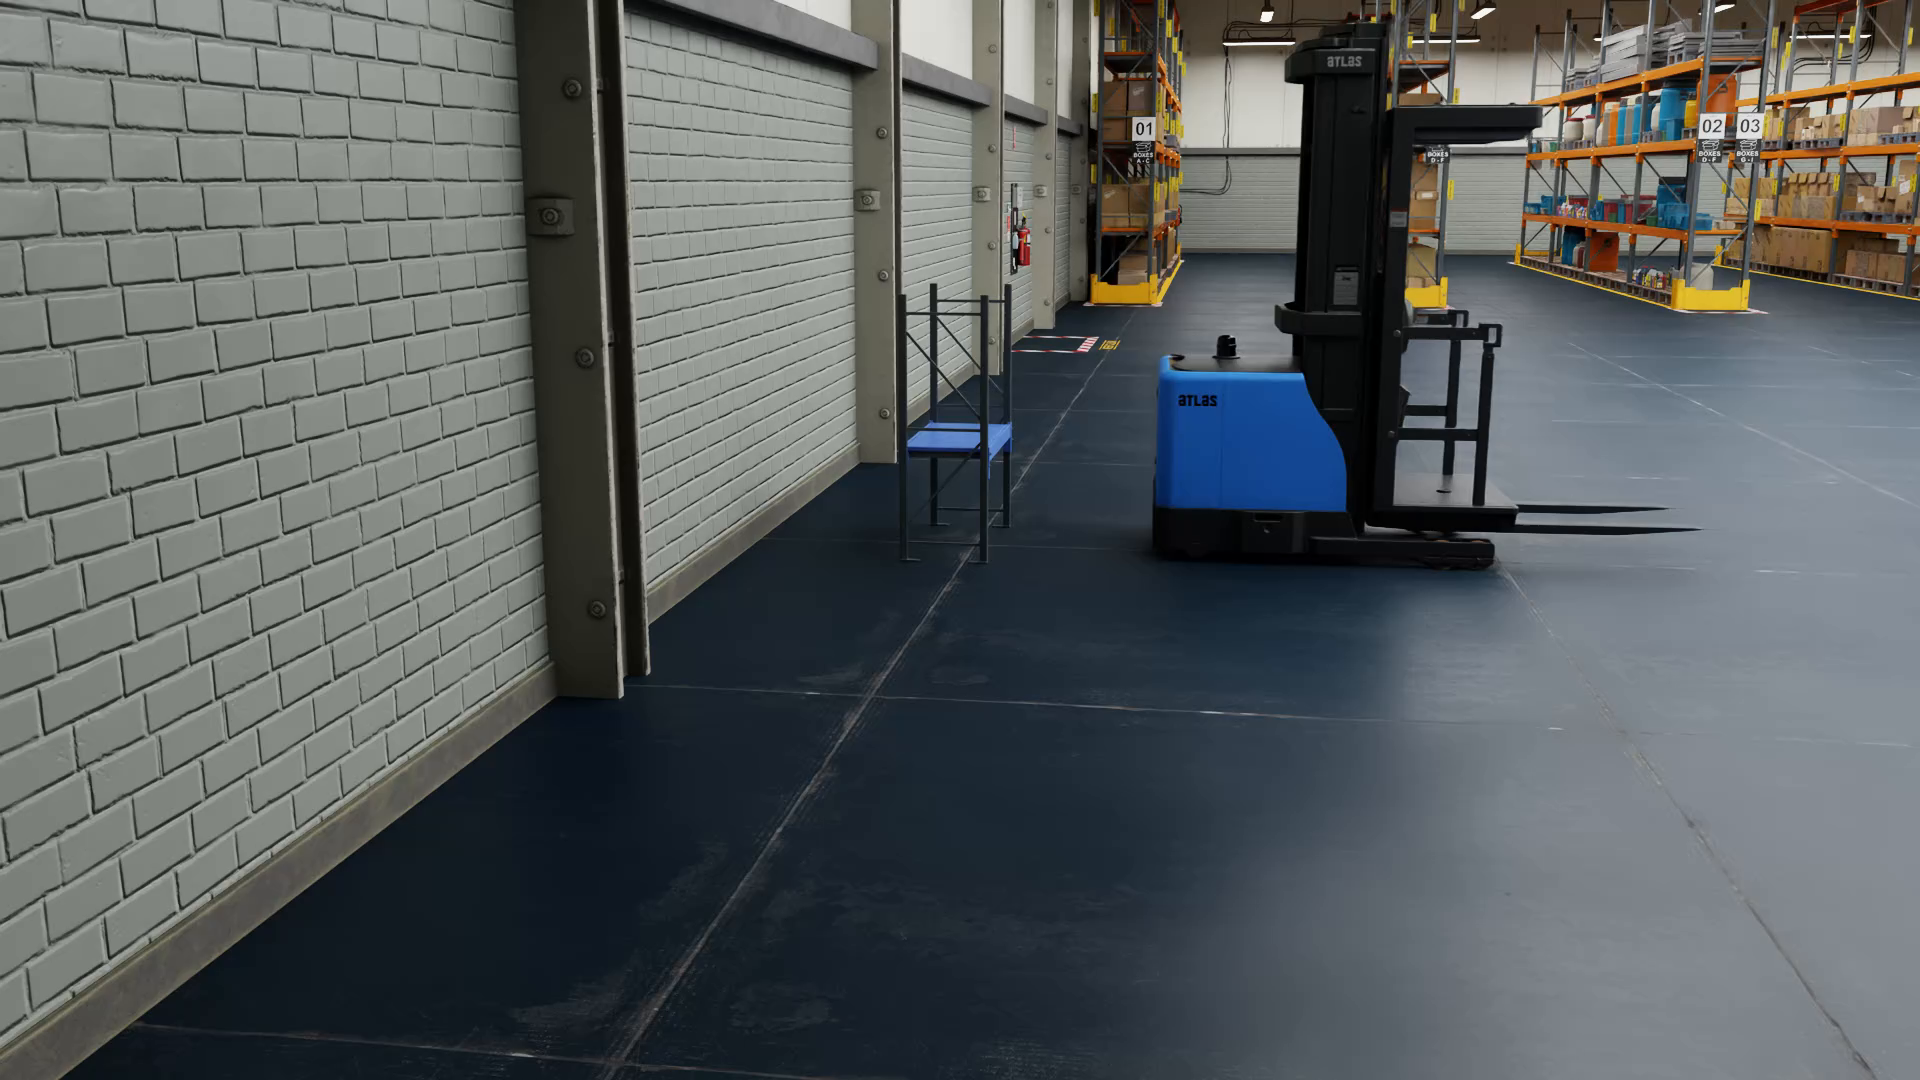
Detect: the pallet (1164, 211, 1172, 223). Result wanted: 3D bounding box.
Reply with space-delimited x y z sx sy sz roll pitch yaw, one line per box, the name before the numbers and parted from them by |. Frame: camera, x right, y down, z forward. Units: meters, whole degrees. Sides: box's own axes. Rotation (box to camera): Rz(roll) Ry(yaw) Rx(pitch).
pallet | 3.774 -6.567 33.799 1.003 0.211 1.213 2 12 9

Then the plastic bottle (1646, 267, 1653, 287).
plastic bottle | 12.673 -4.823 30.496 0.144 0.351 0.185 2 12 8

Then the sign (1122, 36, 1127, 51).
sign | 3.579 -10.823 36.259 0.100 0.325 0.005 2 12 9

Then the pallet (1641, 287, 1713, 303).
pallet | 12.972 -4.429 30.043 1.003 0.211 1.213 2 12 9

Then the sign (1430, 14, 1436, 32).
sign | 8.952 -9.790 31.467 0.100 0.325 0.005 2 12 9

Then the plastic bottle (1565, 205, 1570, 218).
plastic bottle | 13.942 -7.513 38.030 0.152 0.276 0.135 2 12 9

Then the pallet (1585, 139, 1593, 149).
pallet | 14.131 -8.548 35.865 1.003 0.211 1.213 2 12 9

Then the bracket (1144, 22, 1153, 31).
bracket | 5.206 -14.189 45.926 0.235 0.232 0.430 2 12 9

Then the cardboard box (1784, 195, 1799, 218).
cardboard box | 19.032 -7.546 37.653 0.500 0.500 0.500 2 12 9

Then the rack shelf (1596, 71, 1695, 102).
rack shelf | 13.609 -8.987 32.991 1.077 0.370 4.000 2 12 9

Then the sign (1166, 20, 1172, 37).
sign | 4.046 -9.913 32.225 0.100 0.325 0.005 2 12 9

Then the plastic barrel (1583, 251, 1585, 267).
plastic barrel | 13.974 -6.230 36.689 0.421 0.512 0.421 0 12 0

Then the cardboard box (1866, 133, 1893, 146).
cardboard box | 18.338 -7.947 32.983 0.500 0.250 0.500 2 12 10

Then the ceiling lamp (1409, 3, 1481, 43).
ceiling lamp | 13.138 -15.107 44.879 2.000 3.185 0.800 2 12 9

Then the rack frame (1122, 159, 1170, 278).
rack frame | 4.128 -7.339 36.926 1.000 3.000 0.127 2 12 9

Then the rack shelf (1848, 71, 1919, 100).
rack shelf | 18.503 -8.826 32.246 1.077 0.370 4.000 2 12 9

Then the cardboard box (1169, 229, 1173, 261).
cardboard box | 4.638 -7.001 39.466 0.750 0.750 0.750 2 12 10

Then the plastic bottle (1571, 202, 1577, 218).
plastic bottle | 13.848 -7.428 37.456 0.144 0.351 0.185 2 12 9

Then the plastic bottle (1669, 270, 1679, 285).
plastic bottle | 13.308 -4.885 30.961 0.152 0.276 0.135 2 12 9

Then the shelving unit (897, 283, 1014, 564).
shelving unit | -0.013 -0.715 9.753 0.538 1.500 1.048 2 12 9

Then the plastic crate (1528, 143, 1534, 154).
plastic crate | 14.813 -10.014 42.532 0.497 0.269 0.590 2 12 9

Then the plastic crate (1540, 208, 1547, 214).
plastic crate | 14.503 -8.123 41.049 0.293 0.136 0.466 2 12 9

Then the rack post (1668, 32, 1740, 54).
rack post | 12.954 -8.653 28.962 0.937 0.300 0.954 2 12 8

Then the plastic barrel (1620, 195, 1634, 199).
plastic barrel | 14.145 -6.978 34.929 0.600 0.536 0.708 2 12 9

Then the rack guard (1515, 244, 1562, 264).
rack guard | 15.138 -7.467 43.453 1.175 0.500 0.348 2 12 9

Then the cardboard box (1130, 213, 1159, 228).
cardboard box | 3.286 -5.701 29.636 0.500 0.250 0.500 2 12 7

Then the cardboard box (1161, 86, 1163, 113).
cardboard box | 3.391 -7.969 30.074 0.500 0.500 0.500 2 12 10

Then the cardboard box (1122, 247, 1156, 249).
cardboard box | 3.874 -6.077 35.960 0.700 0.500 0.500 2 12 9

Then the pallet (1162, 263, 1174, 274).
pallet | 4.513 -6.391 39.145 1.003 0.211 1.213 2 12 9

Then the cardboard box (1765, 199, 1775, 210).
cardboard box | 19.235 -7.862 39.006 0.500 0.250 0.500 2 12 8

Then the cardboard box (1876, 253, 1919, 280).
cardboard box | 18.489 -5.360 32.634 0.700 0.500 0.500 1 12 4

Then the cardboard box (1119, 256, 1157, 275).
cardboard box | 3.343 -5.077 31.323 0.700 0.500 0.500 1 12 5

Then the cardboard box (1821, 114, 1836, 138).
cardboard box | 18.879 -8.890 35.768 0.500 0.500 0.500 3 12 12

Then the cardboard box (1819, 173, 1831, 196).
cardboard box | 19.042 -7.684 35.909 0.797 0.503 0.637 2 12 10

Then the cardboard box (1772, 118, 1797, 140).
cardboard box | 19.487 -9.624 38.940 0.700 0.500 0.500 1 12 5

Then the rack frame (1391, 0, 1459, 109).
rack frame | 7.793 -8.446 27.826 1.000 3.000 0.127 2 12 9

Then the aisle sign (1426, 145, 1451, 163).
aisle sign | 8.085 -6.761 28.074 0.394 0.787 0.004 2 12 9

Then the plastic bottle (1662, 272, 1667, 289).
plastic bottle | 12.707 -4.684 30.013 0.061 0.283 0.133 2 12 9

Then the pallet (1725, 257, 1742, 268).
pallet | 19.996 -6.990 41.929 1.003 0.211 1.213 2 12 9

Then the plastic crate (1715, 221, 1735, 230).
plastic crate | 13.142 -5.399 28.553 0.298 0.136 0.250 2 12 9

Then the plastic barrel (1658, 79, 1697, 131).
plastic barrel | 13.043 -7.898 30.215 0.600 0.901 0.708 2 12 9

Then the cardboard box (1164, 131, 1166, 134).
cardboard box | 4.477 -9.604 39.036 0.700 0.500 0.500 2 12 8

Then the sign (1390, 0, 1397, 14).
sign | 7.259 -8.962 27.814 0.100 0.325 0.005 2 12 9

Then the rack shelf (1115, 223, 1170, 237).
rack shelf | 3.820 -6.571 35.070 1.077 0.370 4.000 2 12 9

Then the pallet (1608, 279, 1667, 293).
pallet | 13.384 -4.987 32.631 1.003 0.211 1.213 2 12 9

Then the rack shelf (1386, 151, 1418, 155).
rack shelf | 8.715 -7.877 34.013 1.077 0.370 4.000 2 12 9

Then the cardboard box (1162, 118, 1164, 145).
cardboard box | 3.679 -7.917 32.207 0.500 0.500 0.500 2 12 10

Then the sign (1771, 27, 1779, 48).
sign | 13.229 -8.164 27.013 0.100 0.325 0.005 2 12 9

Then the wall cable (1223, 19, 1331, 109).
wall cable | 9.254 -13.966 48.820 3.097 2.526 0.112 2 12 9

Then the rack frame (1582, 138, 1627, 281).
rack frame | 13.917 -7.018 35.437 1.000 3.000 0.127 2 12 9

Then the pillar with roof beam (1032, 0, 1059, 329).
pillar with roof beam | 5.481 -7.391 22.930 9.100 9.000 0.400 2 12 9

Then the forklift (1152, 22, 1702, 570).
forklift | 2.653 -1.383 9.453 3.031 2.935 1.130 1 12 6
